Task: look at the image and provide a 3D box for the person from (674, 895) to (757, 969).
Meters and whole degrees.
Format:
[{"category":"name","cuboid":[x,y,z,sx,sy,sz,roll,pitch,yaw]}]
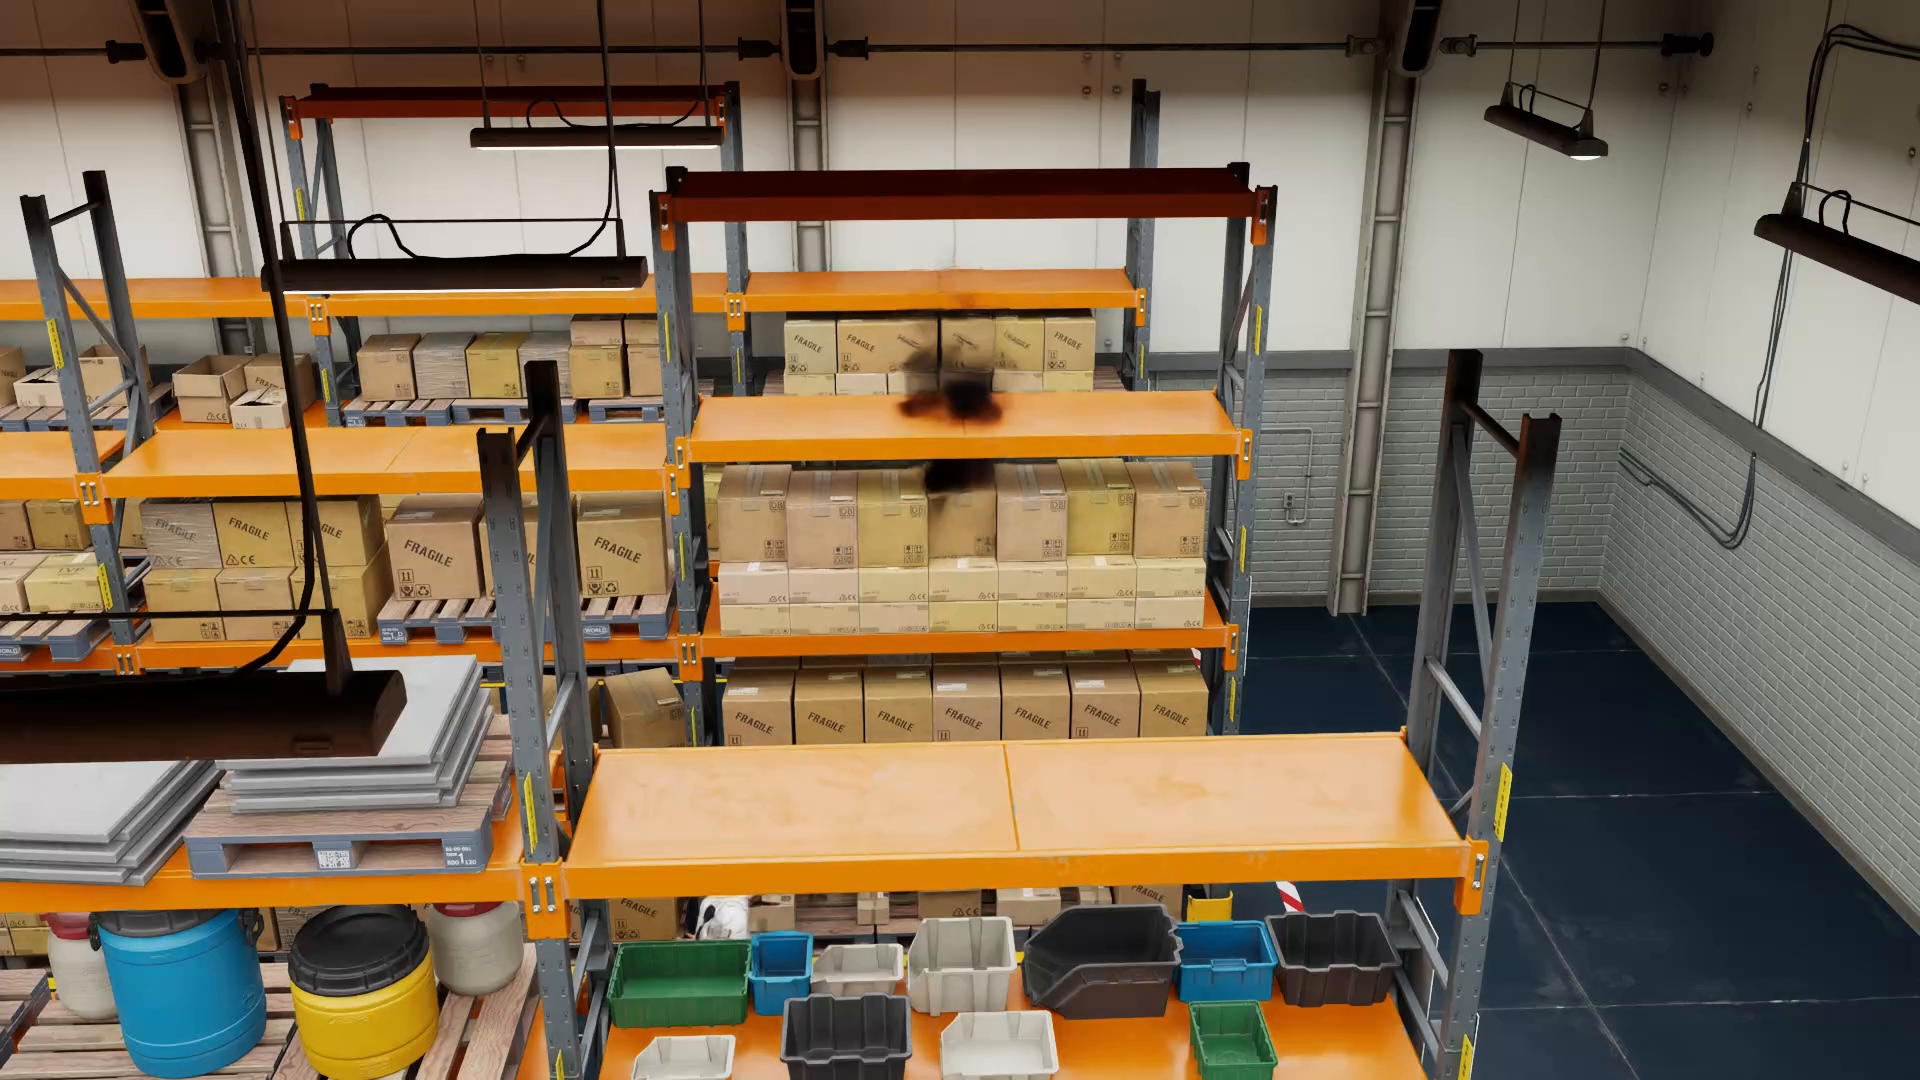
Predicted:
[{"category":"person","cuboid":[-1.563,2.828,11.120,0.847,1.807,0.675,-4,23,-10]}]
